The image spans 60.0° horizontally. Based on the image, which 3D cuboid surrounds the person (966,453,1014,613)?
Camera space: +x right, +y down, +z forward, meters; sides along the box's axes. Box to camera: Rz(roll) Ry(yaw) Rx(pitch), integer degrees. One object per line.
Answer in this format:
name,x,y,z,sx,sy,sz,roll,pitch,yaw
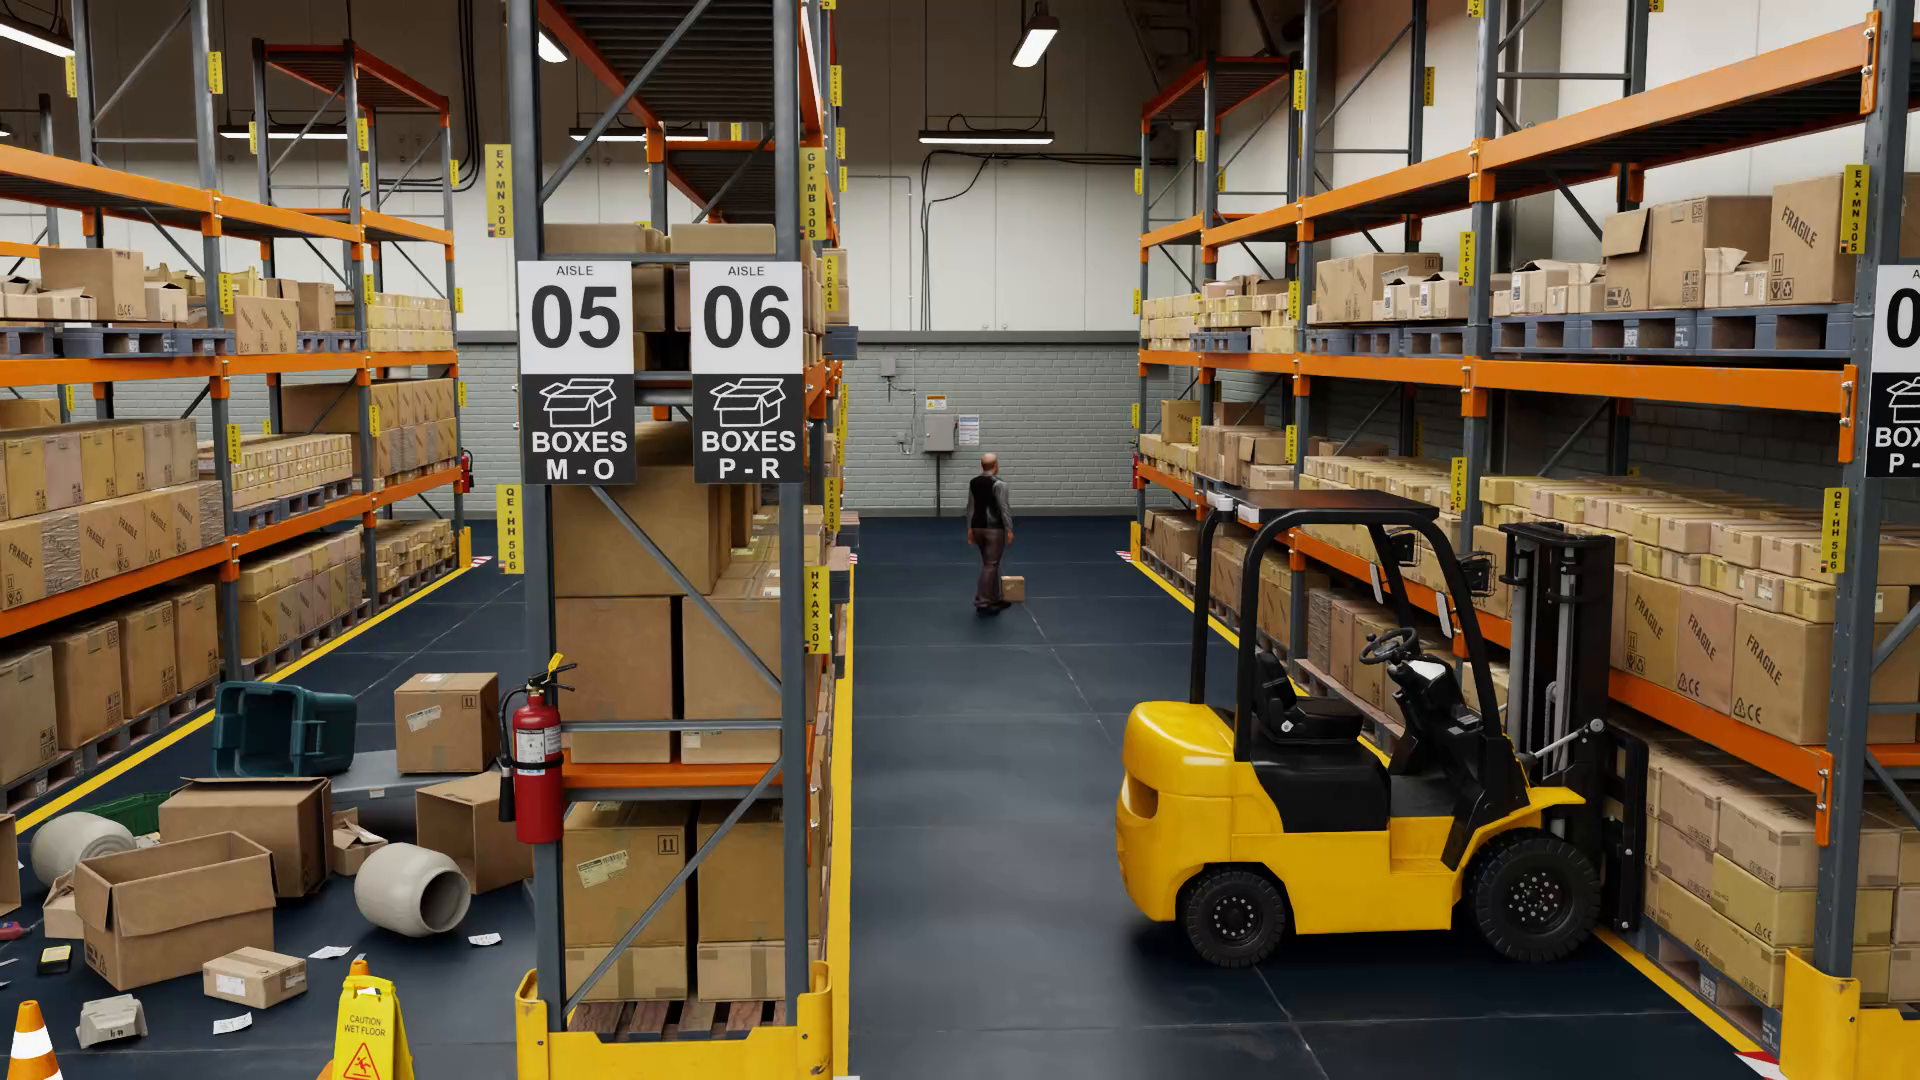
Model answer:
person,0.393,-0.083,17.994,0.672,1.719,0.567,-6,9,-39
